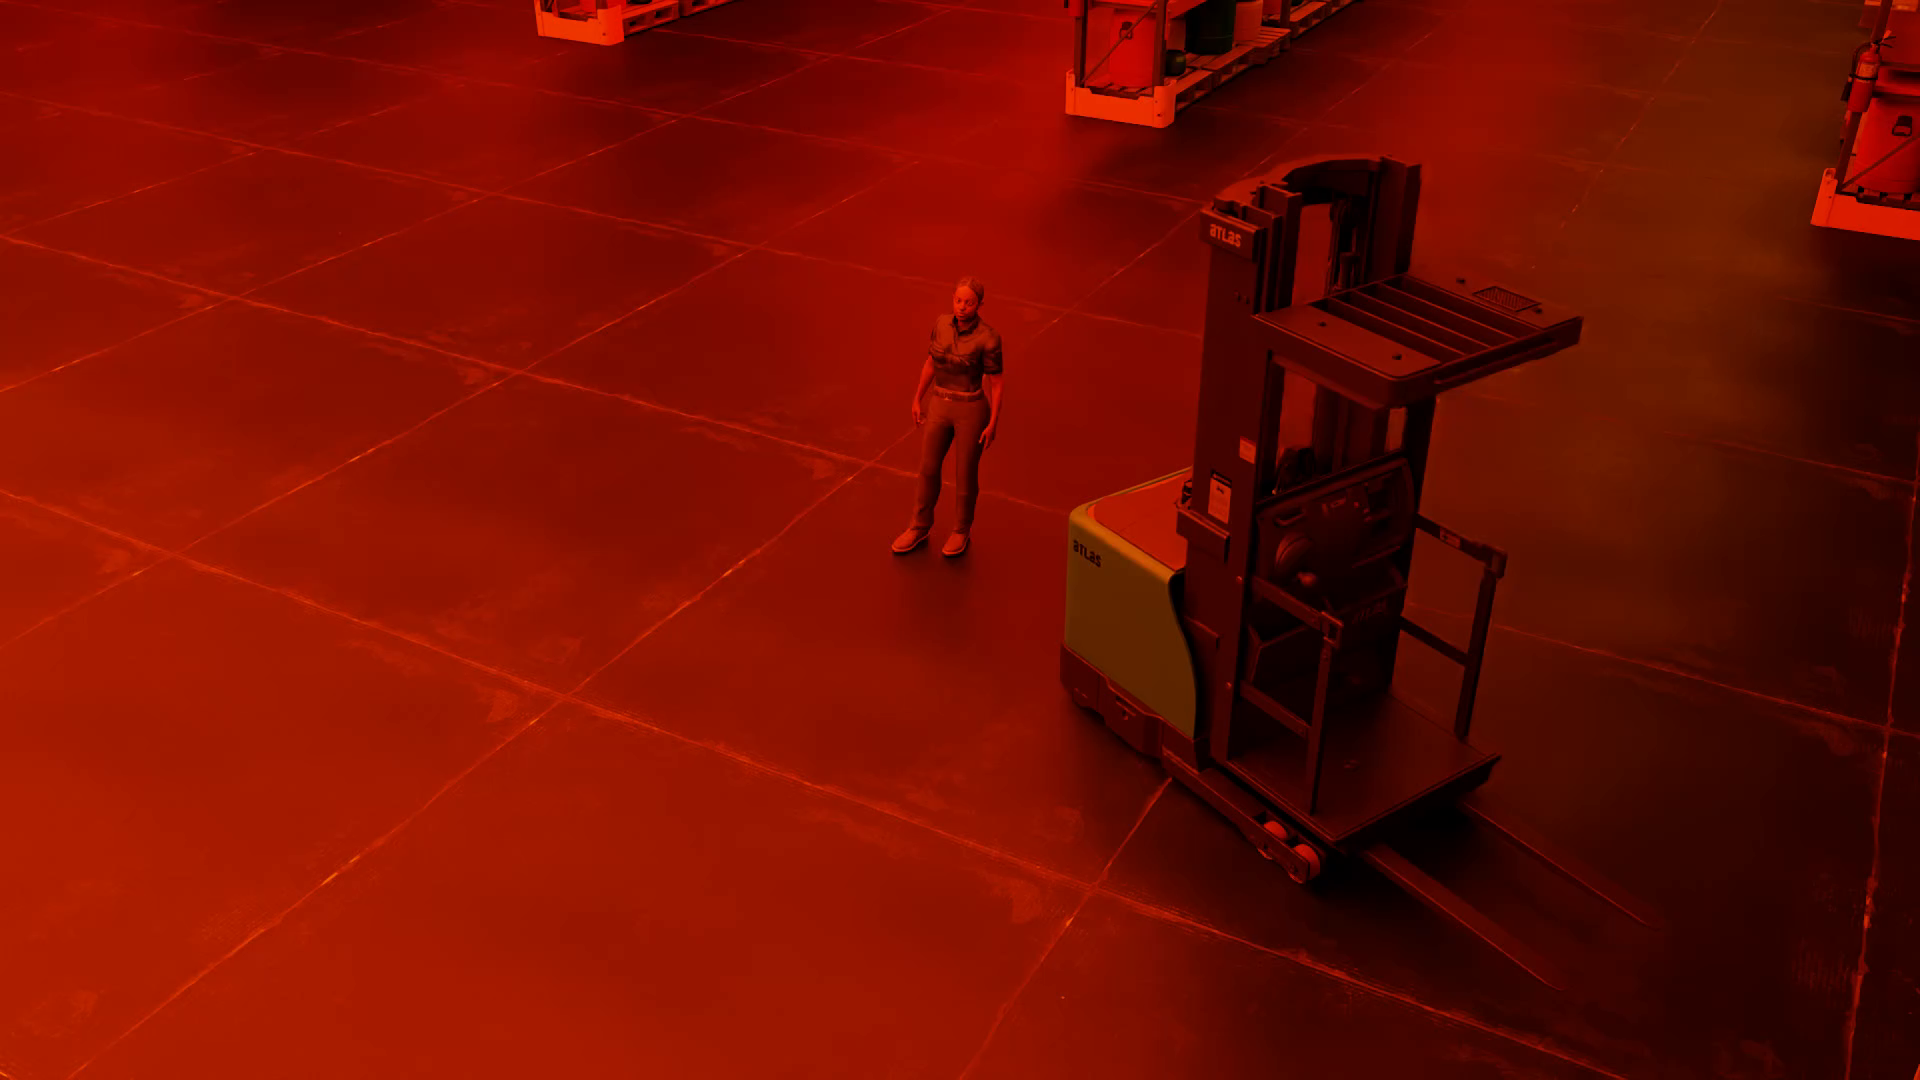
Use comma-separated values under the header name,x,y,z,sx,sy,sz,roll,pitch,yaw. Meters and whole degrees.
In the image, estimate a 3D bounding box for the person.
name,x,y,z,sx,sy,sz,roll,pitch,yaw
person,-0.060,-0.690,9.527,0.569,1.655,0.504,15,33,25

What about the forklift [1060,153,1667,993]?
name,x,y,z,sx,sy,sz,roll,pitch,yaw
forklift,1.767,-0.026,7.116,1.130,2.935,3.031,-19,35,-30
